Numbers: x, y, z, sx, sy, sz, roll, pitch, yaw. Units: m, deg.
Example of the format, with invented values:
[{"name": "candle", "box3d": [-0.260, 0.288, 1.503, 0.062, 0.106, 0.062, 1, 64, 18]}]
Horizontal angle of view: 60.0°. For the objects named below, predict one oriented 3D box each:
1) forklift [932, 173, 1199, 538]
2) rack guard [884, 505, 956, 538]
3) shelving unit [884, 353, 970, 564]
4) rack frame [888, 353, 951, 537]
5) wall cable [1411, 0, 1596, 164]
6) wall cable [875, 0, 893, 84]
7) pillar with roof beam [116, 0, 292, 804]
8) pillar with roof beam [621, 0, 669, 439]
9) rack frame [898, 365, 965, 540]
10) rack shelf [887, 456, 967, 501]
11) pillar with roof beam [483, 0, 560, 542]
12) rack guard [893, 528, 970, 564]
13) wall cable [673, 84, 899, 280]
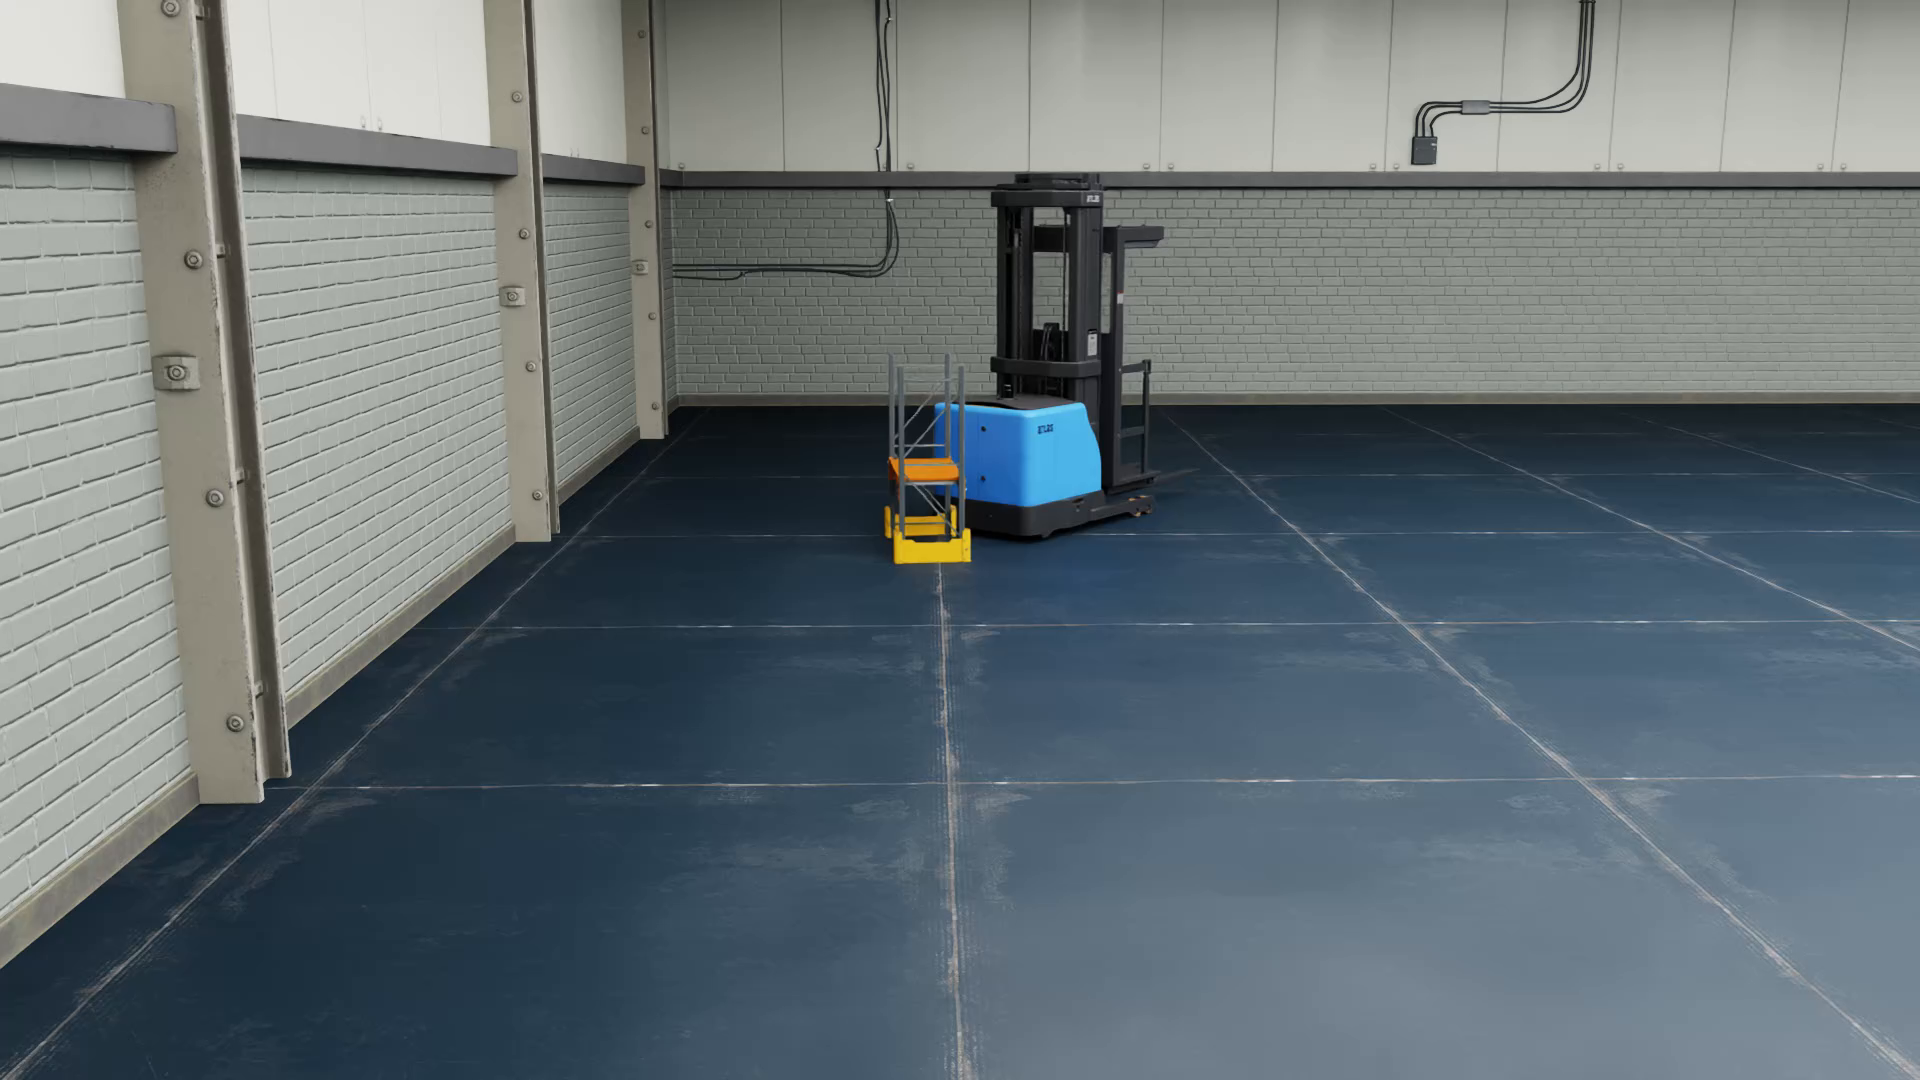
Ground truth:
[{"name": "forklift", "box3d": [1.070, -1.690, 14.517, 1.130, 2.935, 3.031, 9, 14, 37]}, {"name": "rack guard", "box3d": [-0.326, -0.151, 13.673, 0.587, 0.250, 0.087, -1, 12, -6]}, {"name": "shelving unit", "box3d": [-0.270, -0.665, 13.063, 0.587, 1.500, 1.083, -1, 12, -6]}, {"name": "rack frame", "box3d": [-0.328, -0.767, 13.567, 0.500, 1.500, 0.032, -1, 12, -6]}, {"name": "wall cable", "box3d": [7.139, -7.923, 21.425, 2.305, 6.003, 0.169, 0, 11, -1]}, {"name": "wall cable", "box3d": [0.352, -7.185, 21.448, 3.097, 2.526, 0.112, 0, 11, -1]}, {"name": "pillar with roof beam", "box3d": [0.938, -3.262, 7.003, 9.100, 9.000, 0.400, 0, 11, -1]}, {"name": "pillar with roof beam", "box3d": [0.690, -5.647, 18.761, 9.100, 9.000, 0.400, 0, 11, -1]}, {"name": "rack frame", "box3d": [-0.215, -0.566, 12.577, 0.500, 1.500, 0.032, -1, 12, -6]}, {"name": "rack shelf", "box3d": [-0.271, -0.490, 13.108, 0.538, 0.185, 1.000, -1, 12, -6]}, {"name": "pillar with roof beam", "box3d": [0.814, -4.454, 12.882, 9.100, 9.000, 0.400, 0, 11, -1]}, {"name": "rack guard", "box3d": [-0.215, 0.046, 12.703, 0.587, 0.250, 0.087, -1, 12, -6]}, {"name": "wall cable", "box3d": [-2.353, -4.699, 21.895, 3.097, 2.526, 0.112, 0, 11, -1]}]
